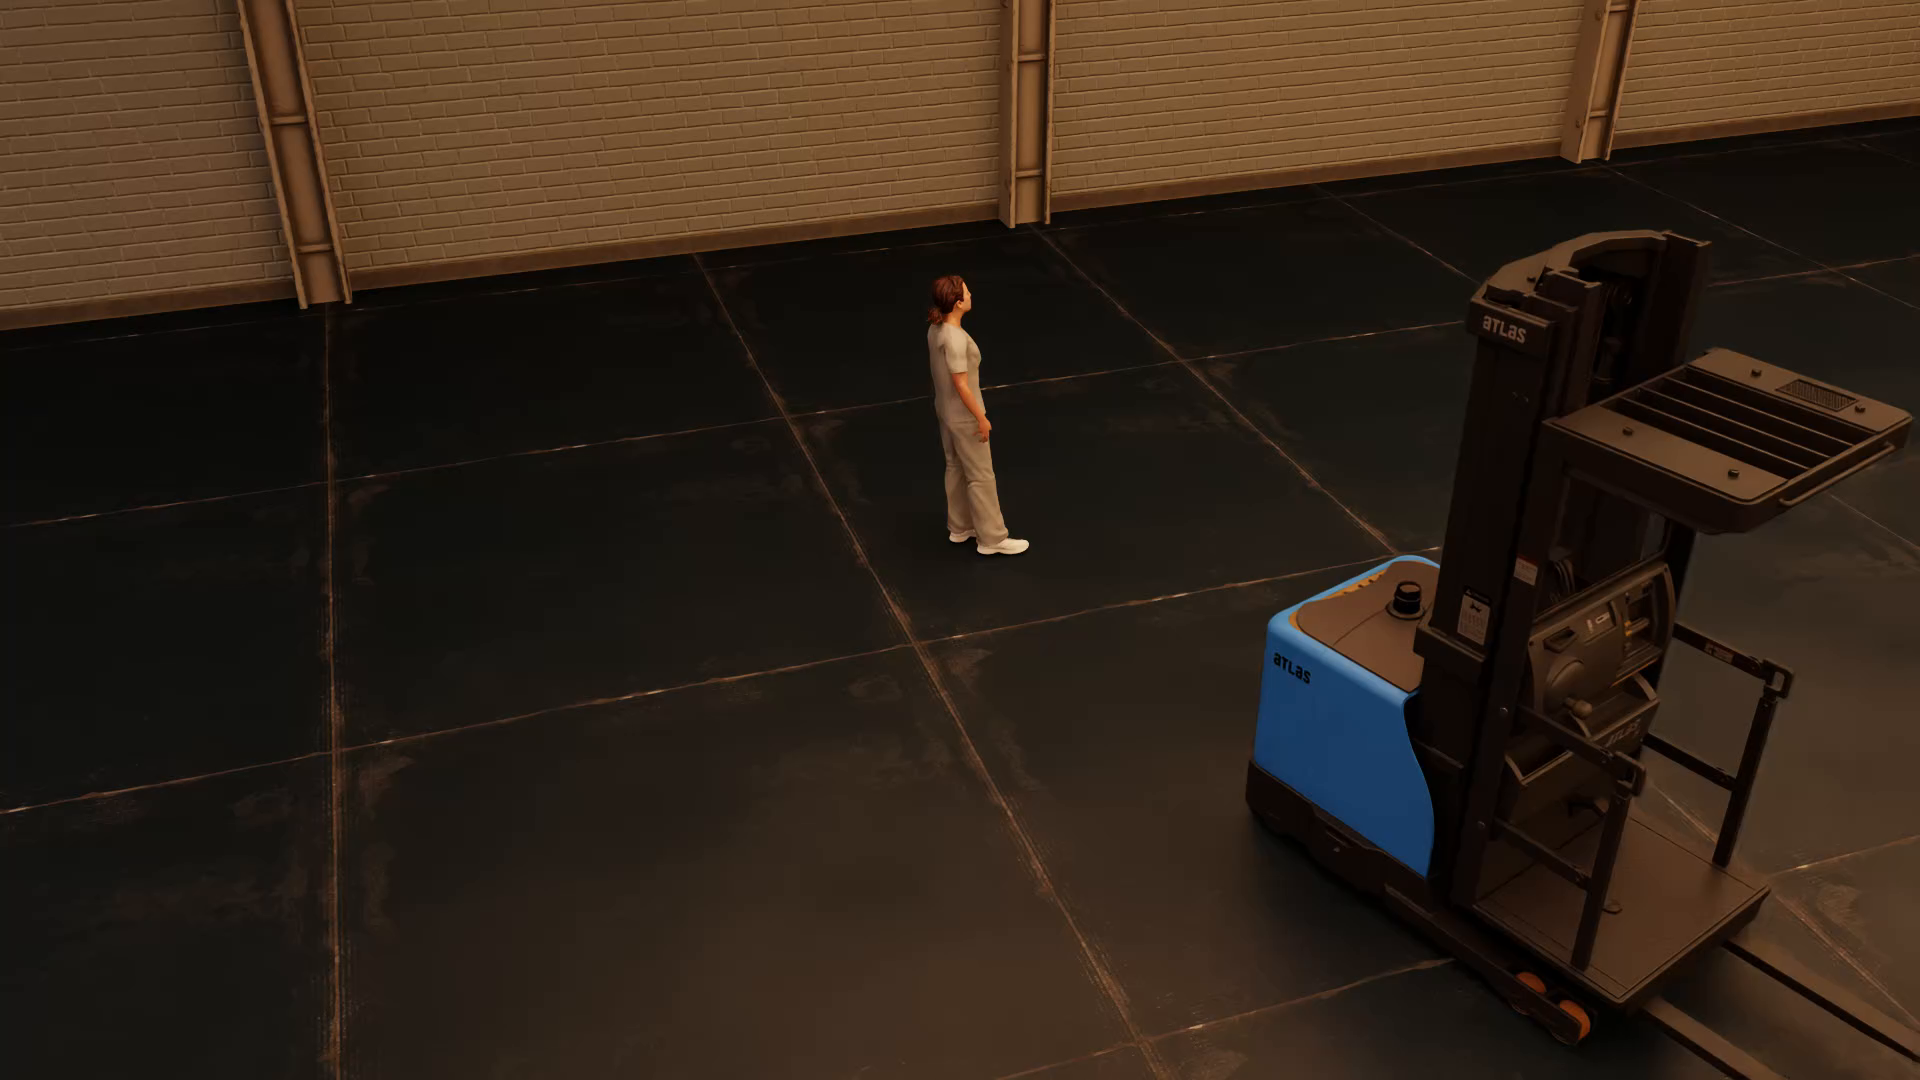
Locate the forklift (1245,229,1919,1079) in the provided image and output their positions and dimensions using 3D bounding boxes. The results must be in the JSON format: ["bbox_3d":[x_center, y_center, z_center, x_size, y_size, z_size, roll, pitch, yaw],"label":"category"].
[{"bbox_3d":[2.627,0.437,6.327,1.130,2.935,3.031,-21,36,-32],"label":"forklift"}]

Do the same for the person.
[{"bbox_3d":[0.075,-0.738,9.613,0.548,1.673,0.549,-10,31,-16],"label":"person"}]
